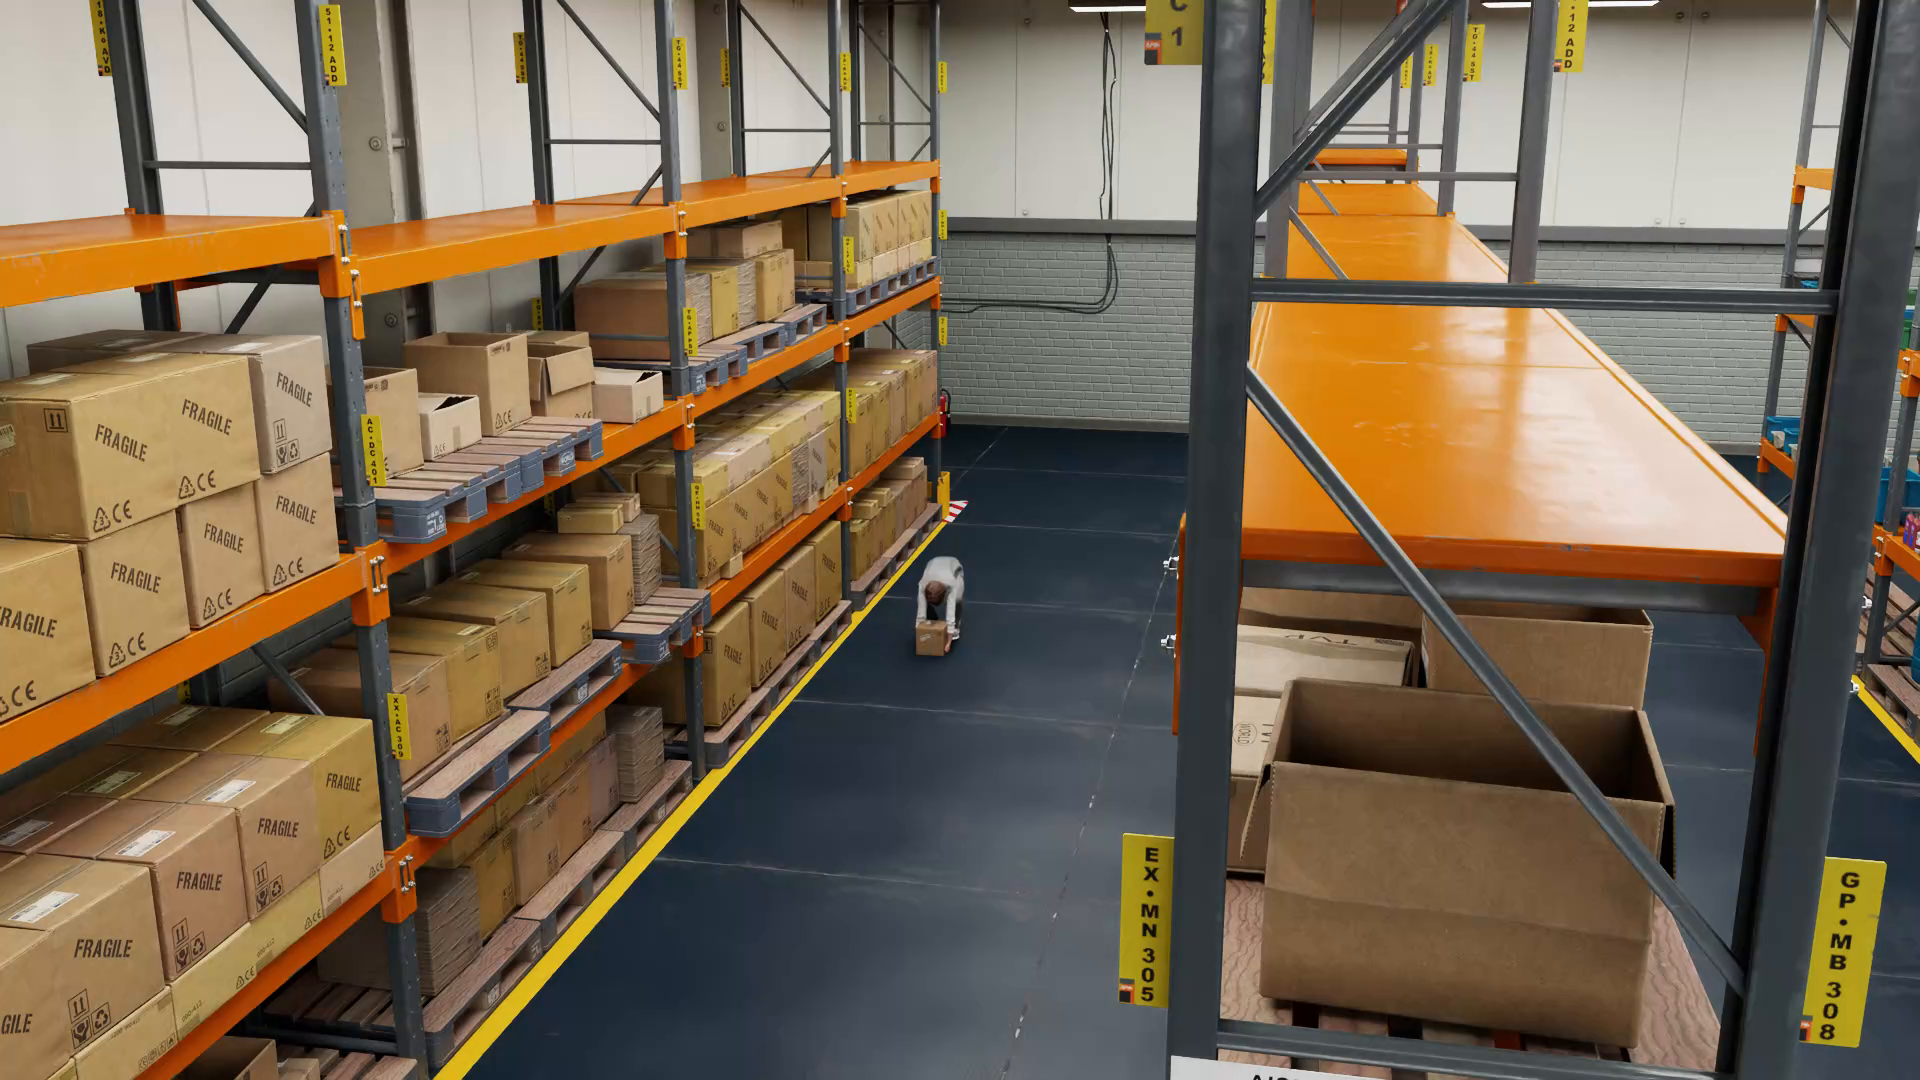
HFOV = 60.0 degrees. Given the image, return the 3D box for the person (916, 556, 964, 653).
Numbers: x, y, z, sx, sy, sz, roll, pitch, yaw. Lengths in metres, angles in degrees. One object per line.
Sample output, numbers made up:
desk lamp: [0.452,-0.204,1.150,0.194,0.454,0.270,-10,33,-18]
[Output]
person: [-0.181,0.567,15.099,0.421,0.768,0.872,3,15,10]
